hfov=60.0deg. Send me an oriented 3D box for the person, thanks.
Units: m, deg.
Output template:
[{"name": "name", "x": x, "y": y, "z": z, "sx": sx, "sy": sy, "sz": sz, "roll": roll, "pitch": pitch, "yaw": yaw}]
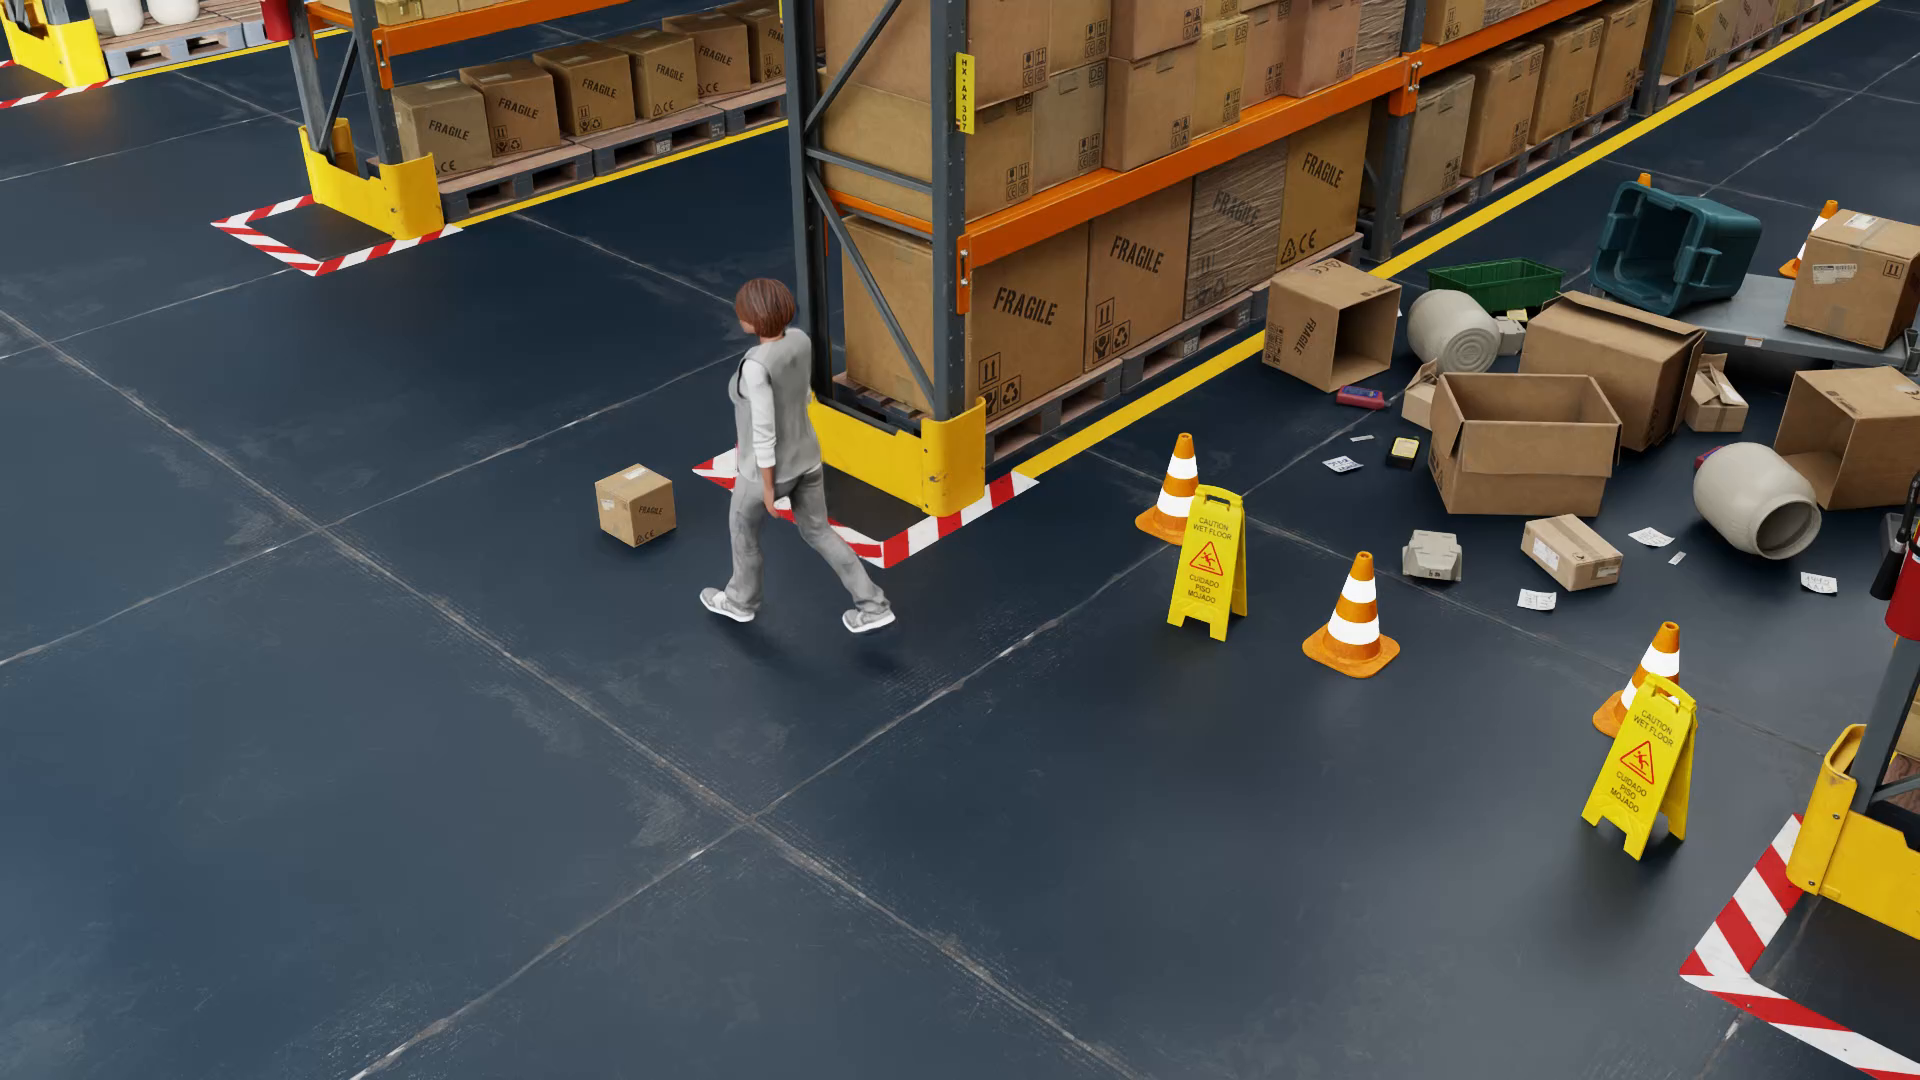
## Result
[{"name": "person", "x": -0.729, "y": -0.312, "z": 6.630, "sx": 0.814, "sy": 1.567, "sz": 0.417, "roll": 19, "pitch": 36, "yaw": 27}]
